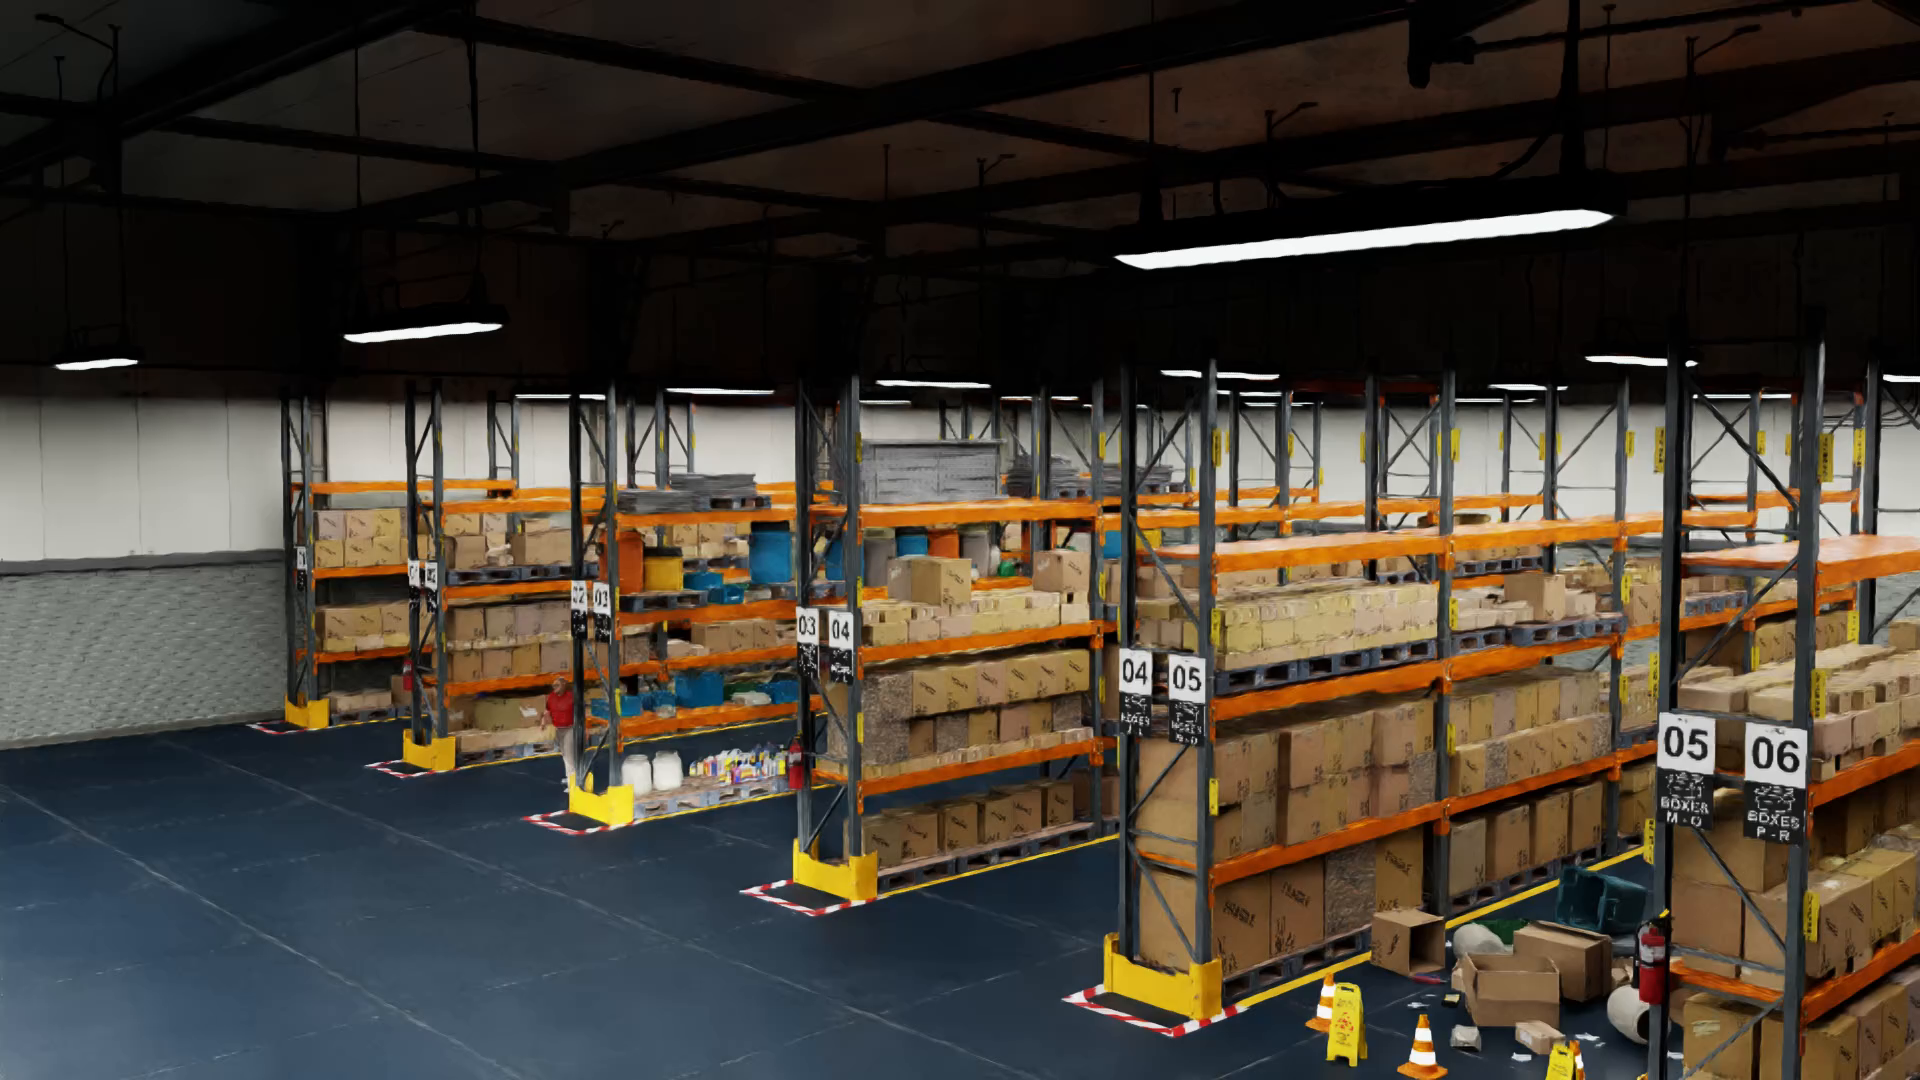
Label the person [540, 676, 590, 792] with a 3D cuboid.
[{"bbox_3d":[-5.692,2.779,24.191,0.700,1.658,0.863,2,4,29],"label":"person"}]

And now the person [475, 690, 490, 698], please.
[{"bbox_3d":[-8.475,2.478,29.556,0.653,1.580,0.809,2,4,28],"label":"person"}]
